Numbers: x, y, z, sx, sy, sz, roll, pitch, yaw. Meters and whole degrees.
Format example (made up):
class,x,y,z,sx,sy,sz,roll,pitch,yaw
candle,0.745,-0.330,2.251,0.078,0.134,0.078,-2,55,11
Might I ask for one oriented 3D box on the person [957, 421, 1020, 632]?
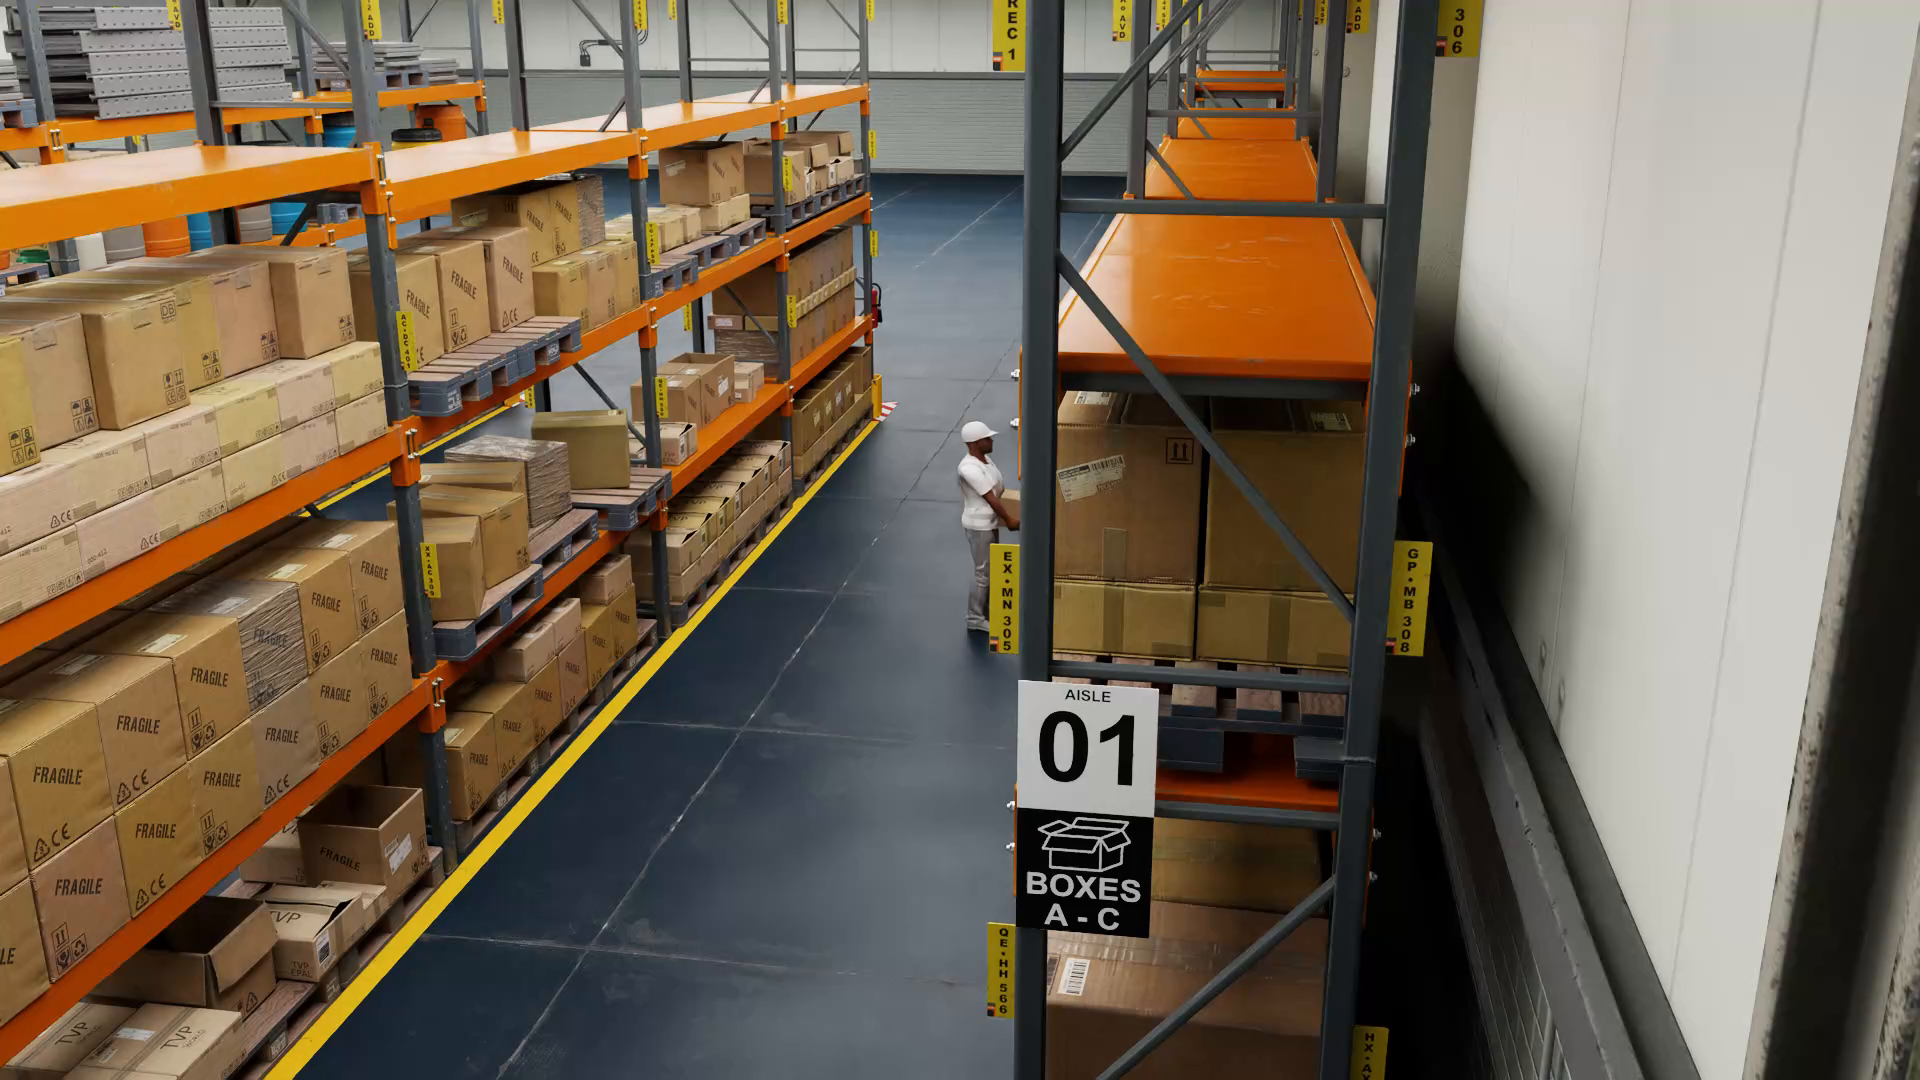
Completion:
class,x,y,z,sx,sy,sz,roll,pitch,yaw
person,0.283,-0.122,13.888,0.577,1.760,0.503,3,18,9
